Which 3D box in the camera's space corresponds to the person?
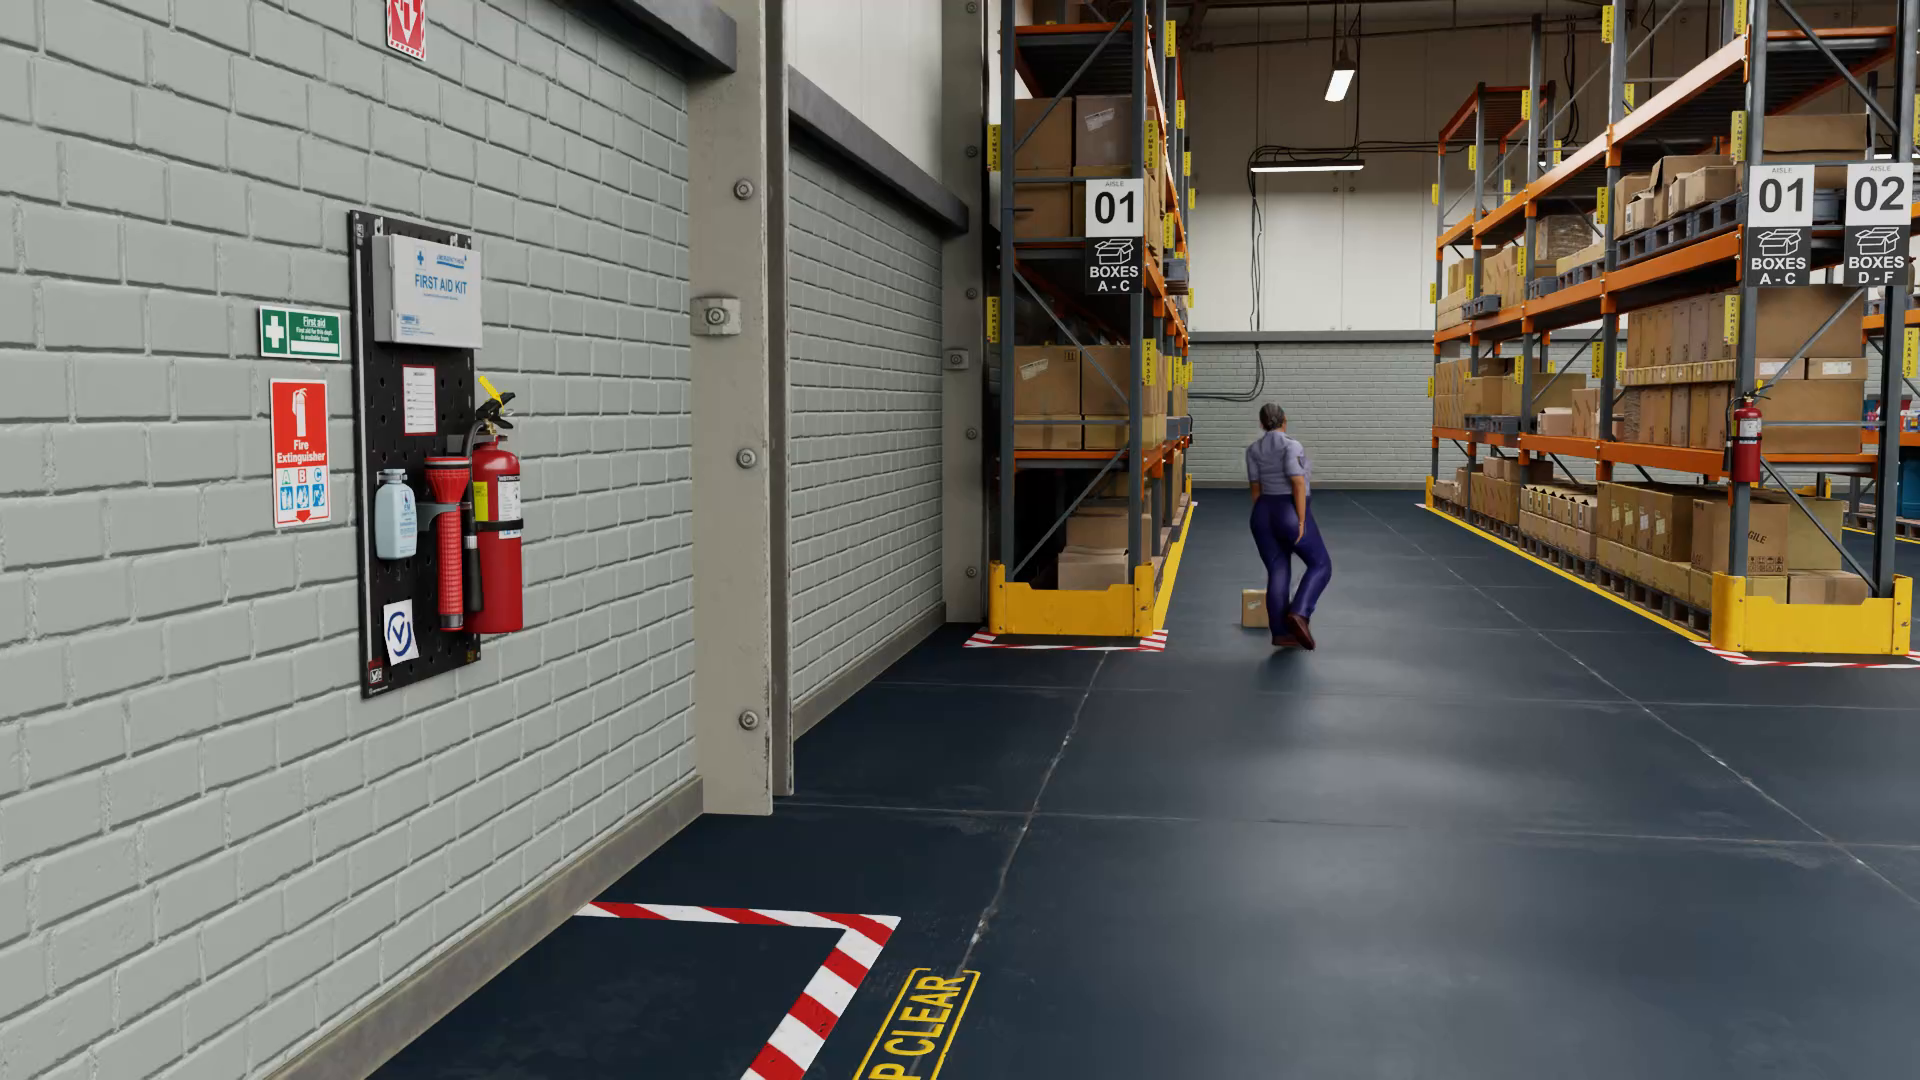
[{"bbox_3d":[2.189,-0.095,11.138,0.548,1.626,0.438,4,6,44],"label":"person"}]
